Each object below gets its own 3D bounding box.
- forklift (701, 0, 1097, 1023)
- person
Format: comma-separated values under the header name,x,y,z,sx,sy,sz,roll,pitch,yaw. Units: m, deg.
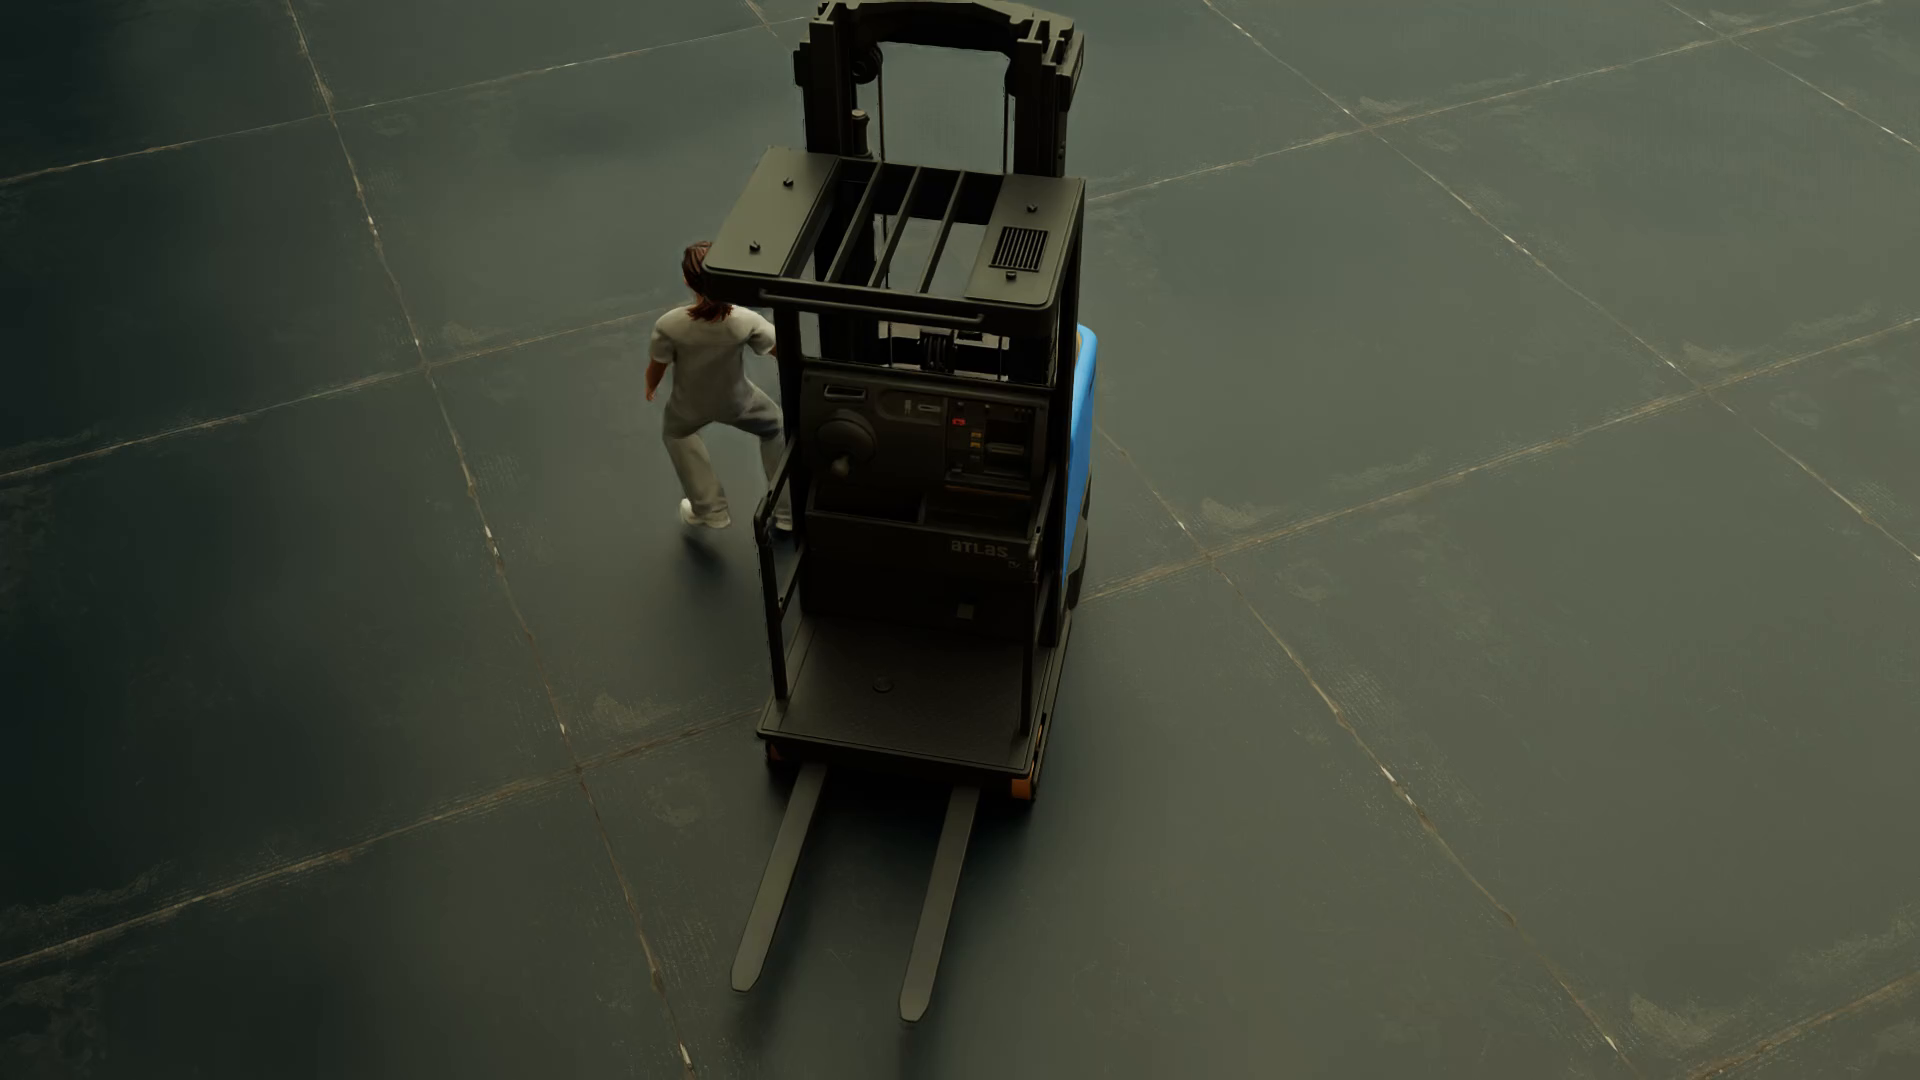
name,x,y,z,sx,sy,sz,roll,pitch,yaw
forklift,-0.177,-0.305,6.007,1.130,2.935,3.031,8,44,8
person,-1.042,-0.646,7.404,0.723,1.624,0.478,-4,43,-4
